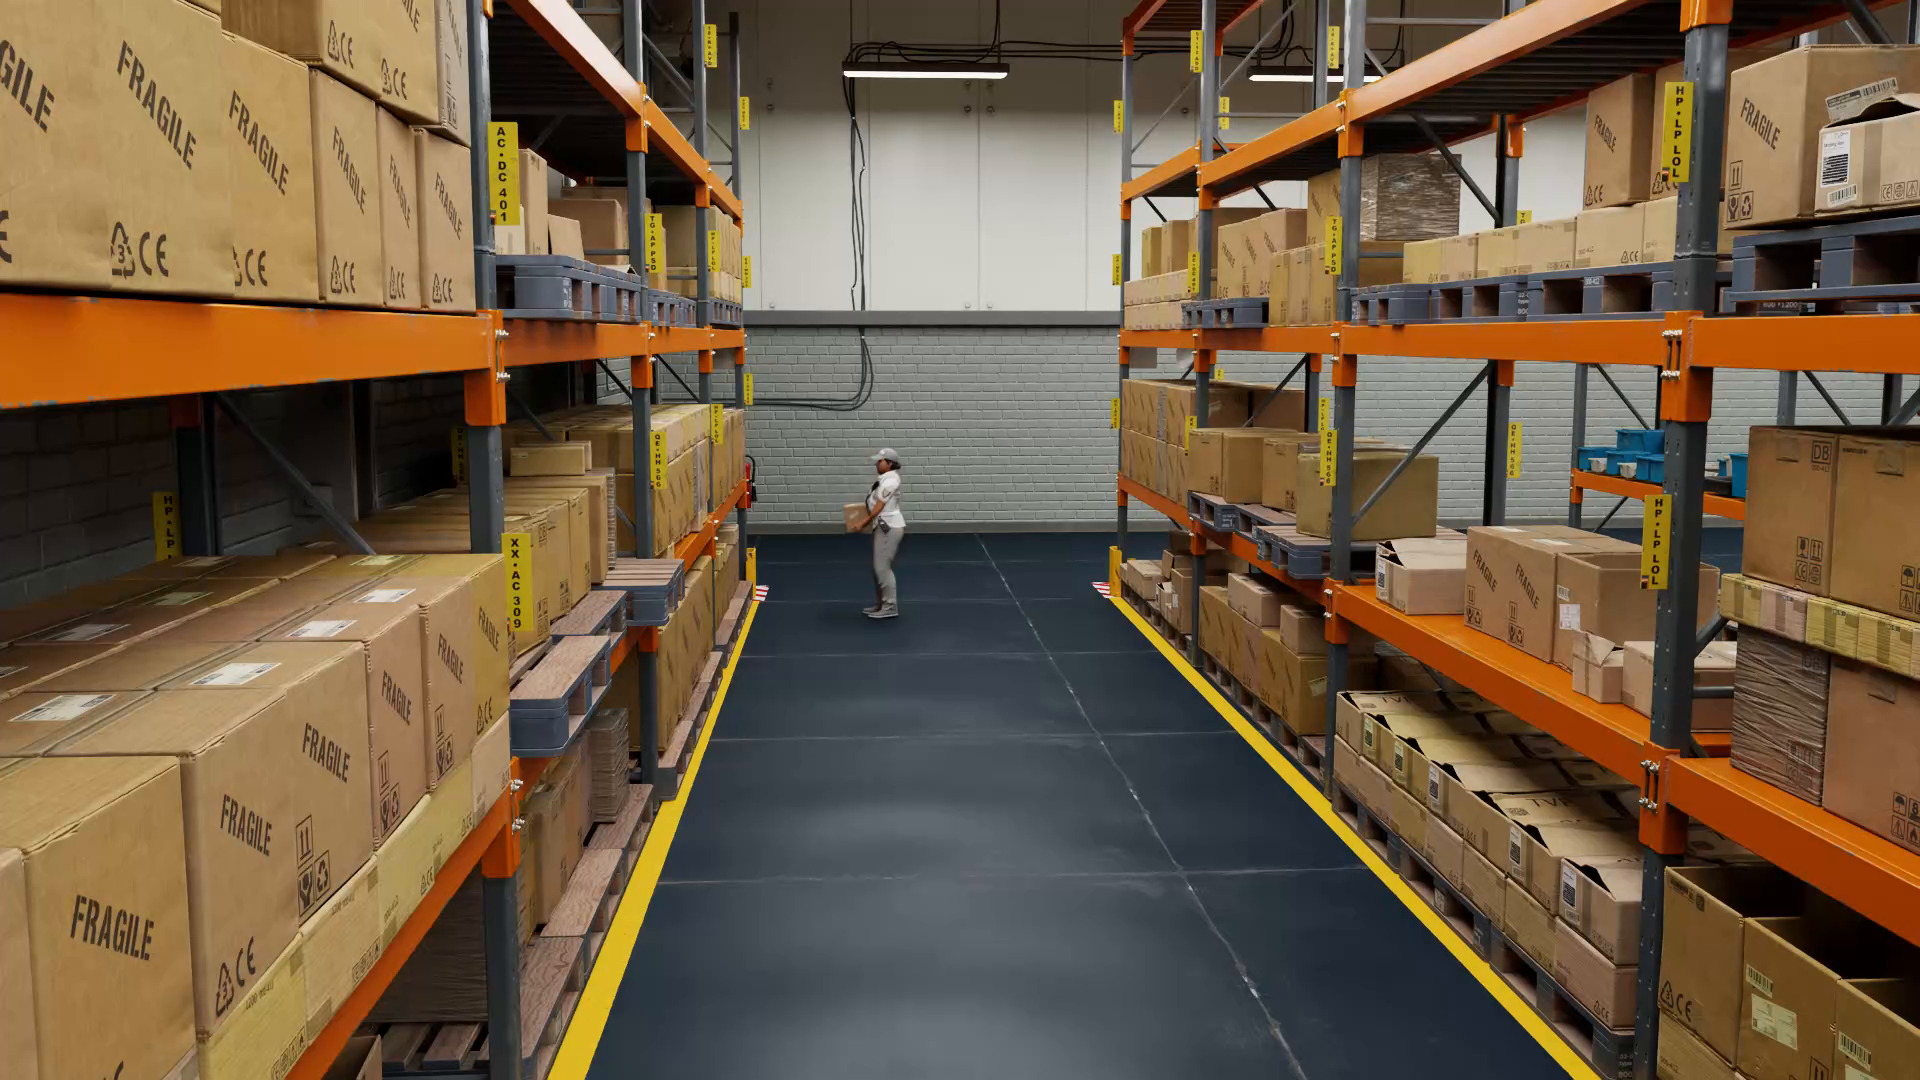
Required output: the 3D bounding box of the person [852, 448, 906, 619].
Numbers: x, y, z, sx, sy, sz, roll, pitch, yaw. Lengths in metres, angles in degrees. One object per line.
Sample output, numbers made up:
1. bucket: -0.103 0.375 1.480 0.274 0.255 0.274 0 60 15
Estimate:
1. person: -0.802 -0.072 16.375 0.539 1.662 0.452 0 7 -4
